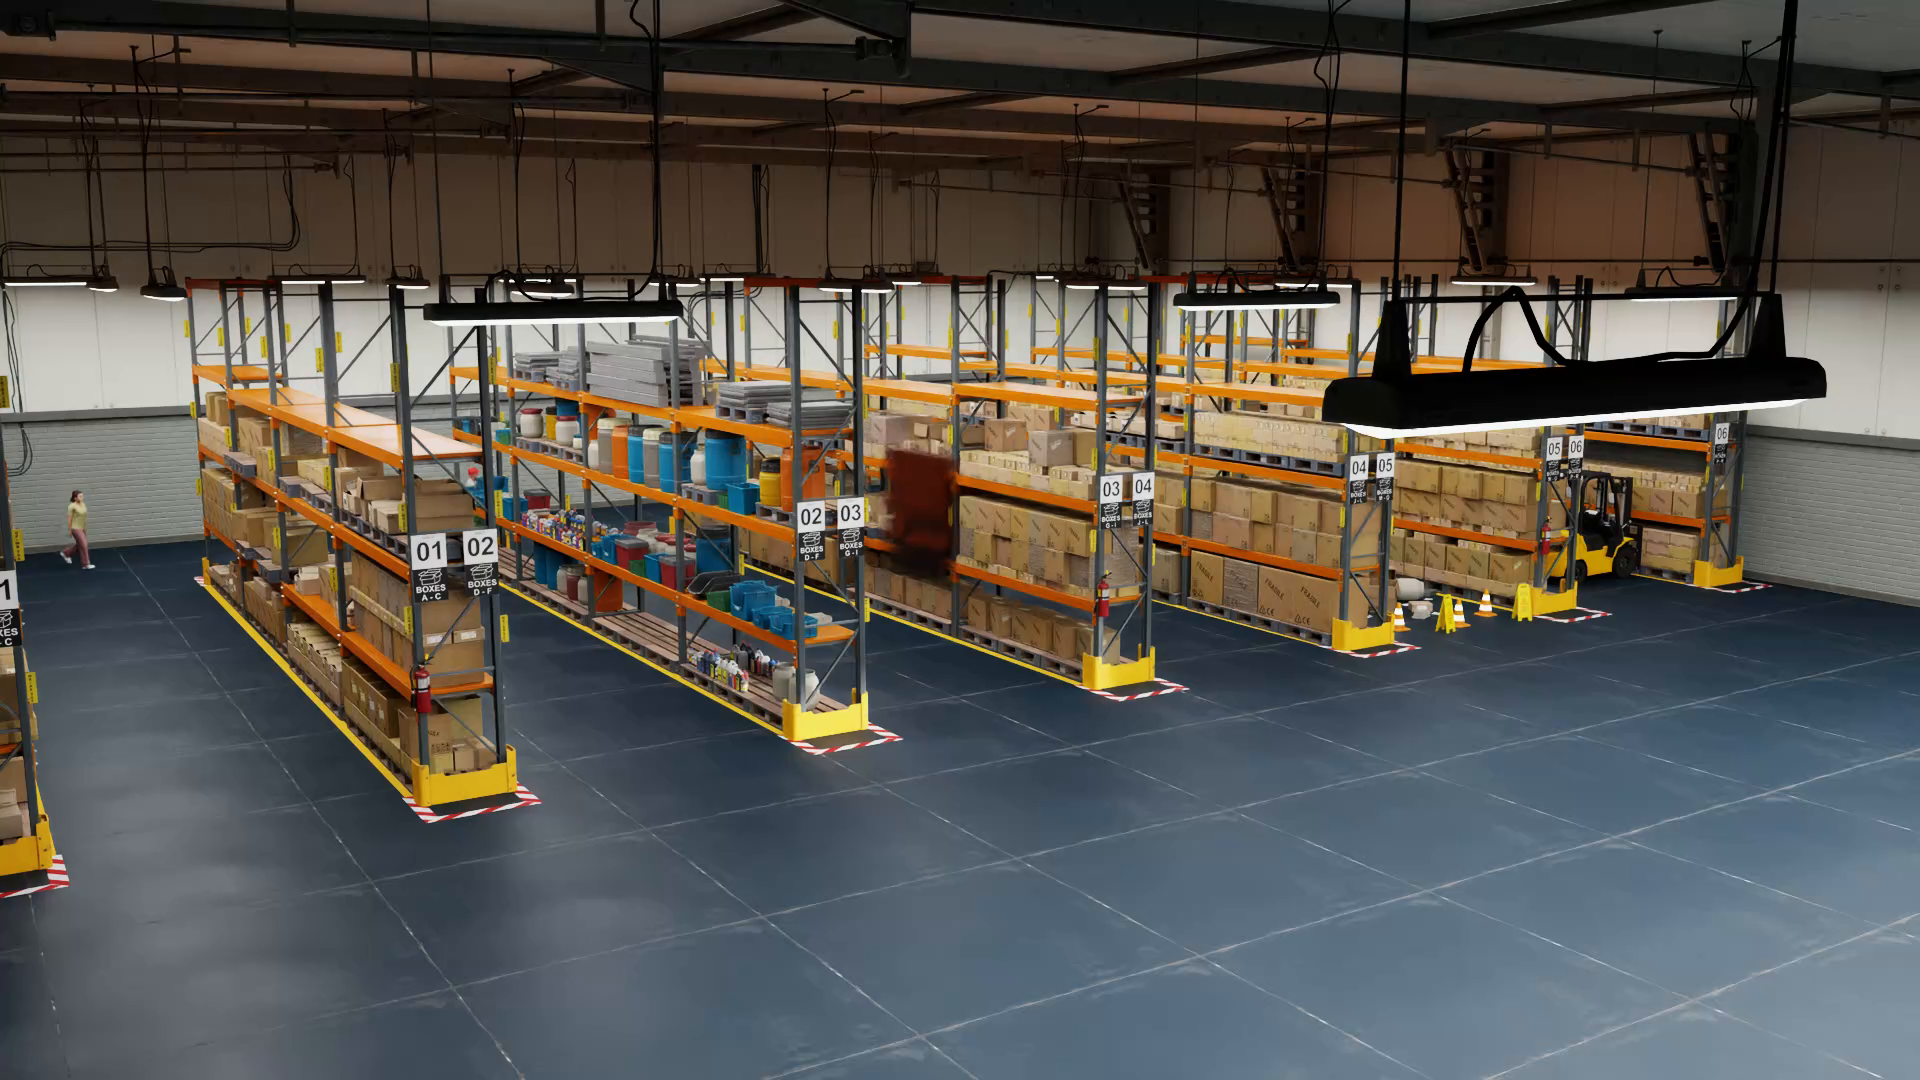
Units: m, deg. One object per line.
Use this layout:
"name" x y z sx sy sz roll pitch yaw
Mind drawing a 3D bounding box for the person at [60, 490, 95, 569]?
"person" -18.291 -0.230 34.398 0.854 1.640 0.452 1 10 8

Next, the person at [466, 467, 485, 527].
"person" -10.796 -0.706 36.728 0.509 1.788 0.574 -6 11 -32
